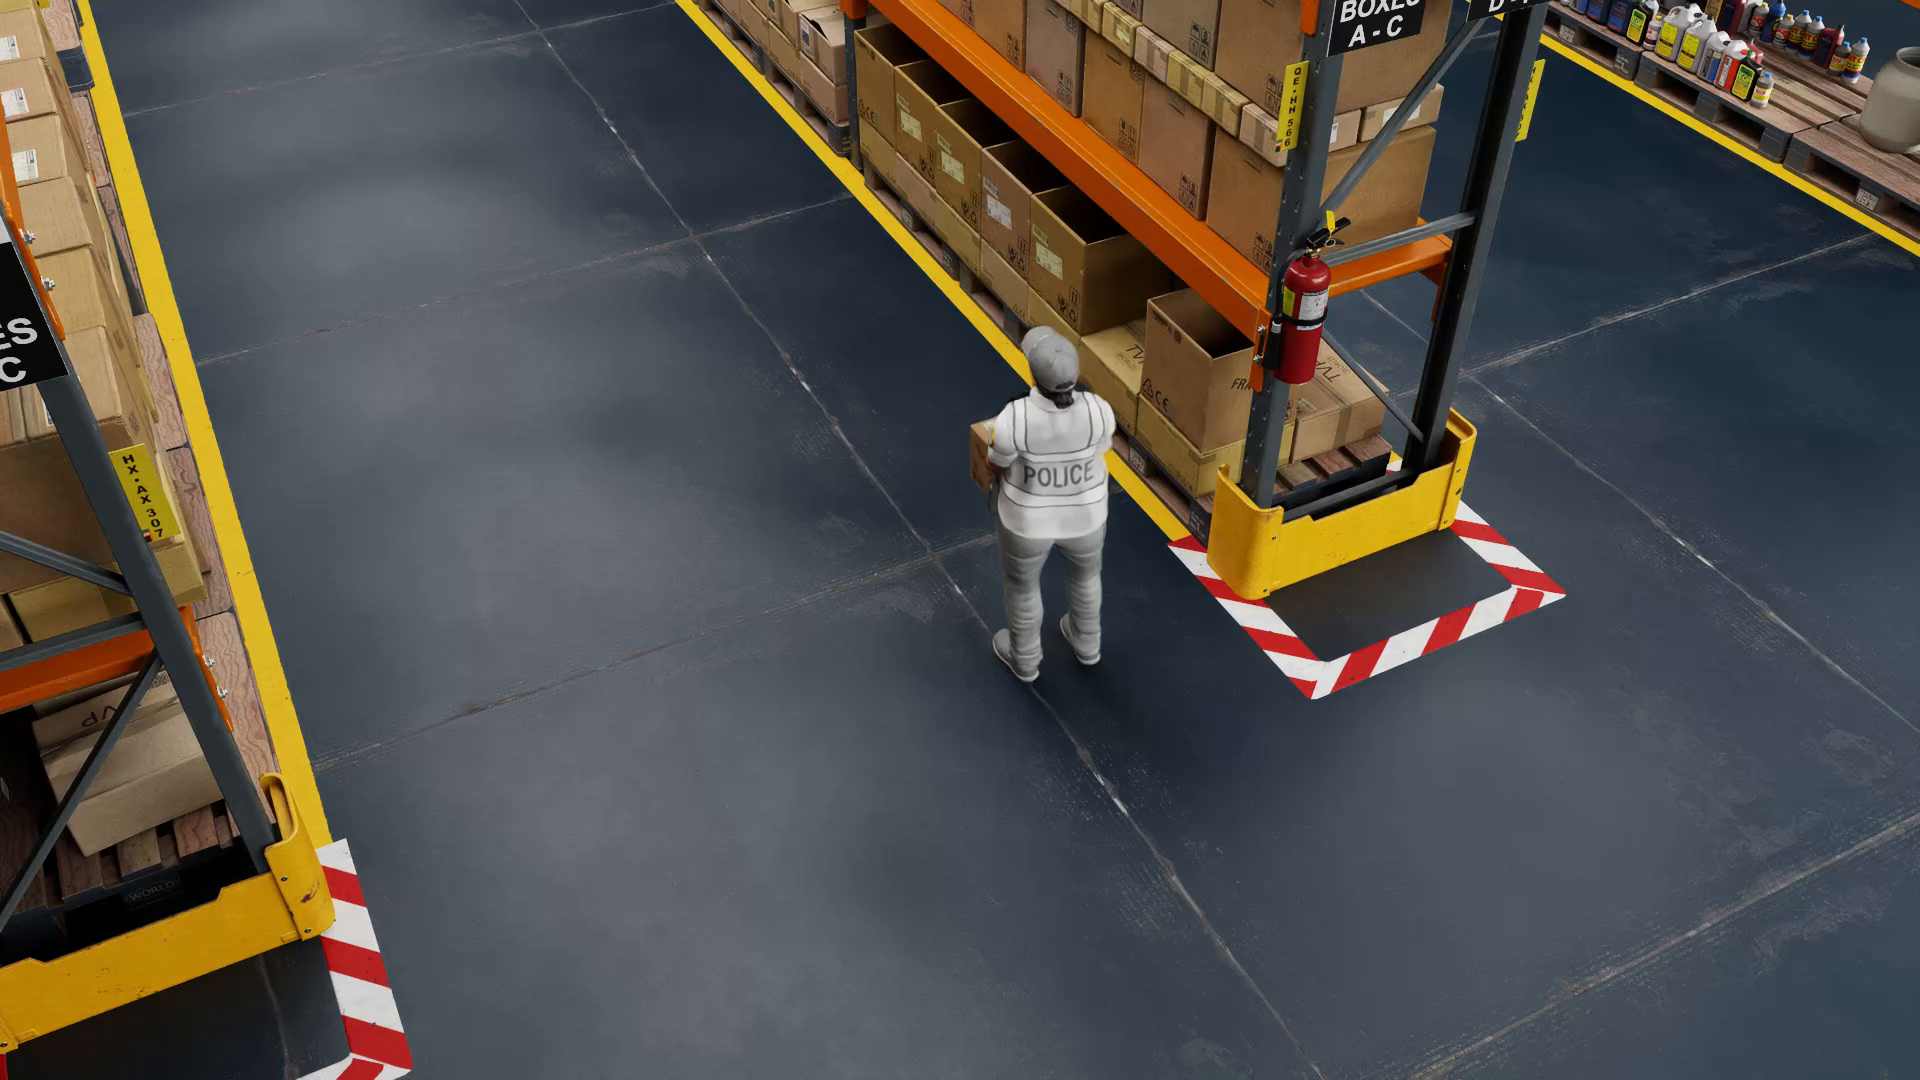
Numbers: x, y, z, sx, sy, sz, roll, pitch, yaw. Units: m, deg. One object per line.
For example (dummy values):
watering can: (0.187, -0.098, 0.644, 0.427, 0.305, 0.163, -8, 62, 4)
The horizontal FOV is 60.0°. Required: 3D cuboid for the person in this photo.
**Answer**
person: (0.331, -0.143, 6.314, 0.484, 1.670, 0.486, -5, 42, -6)
